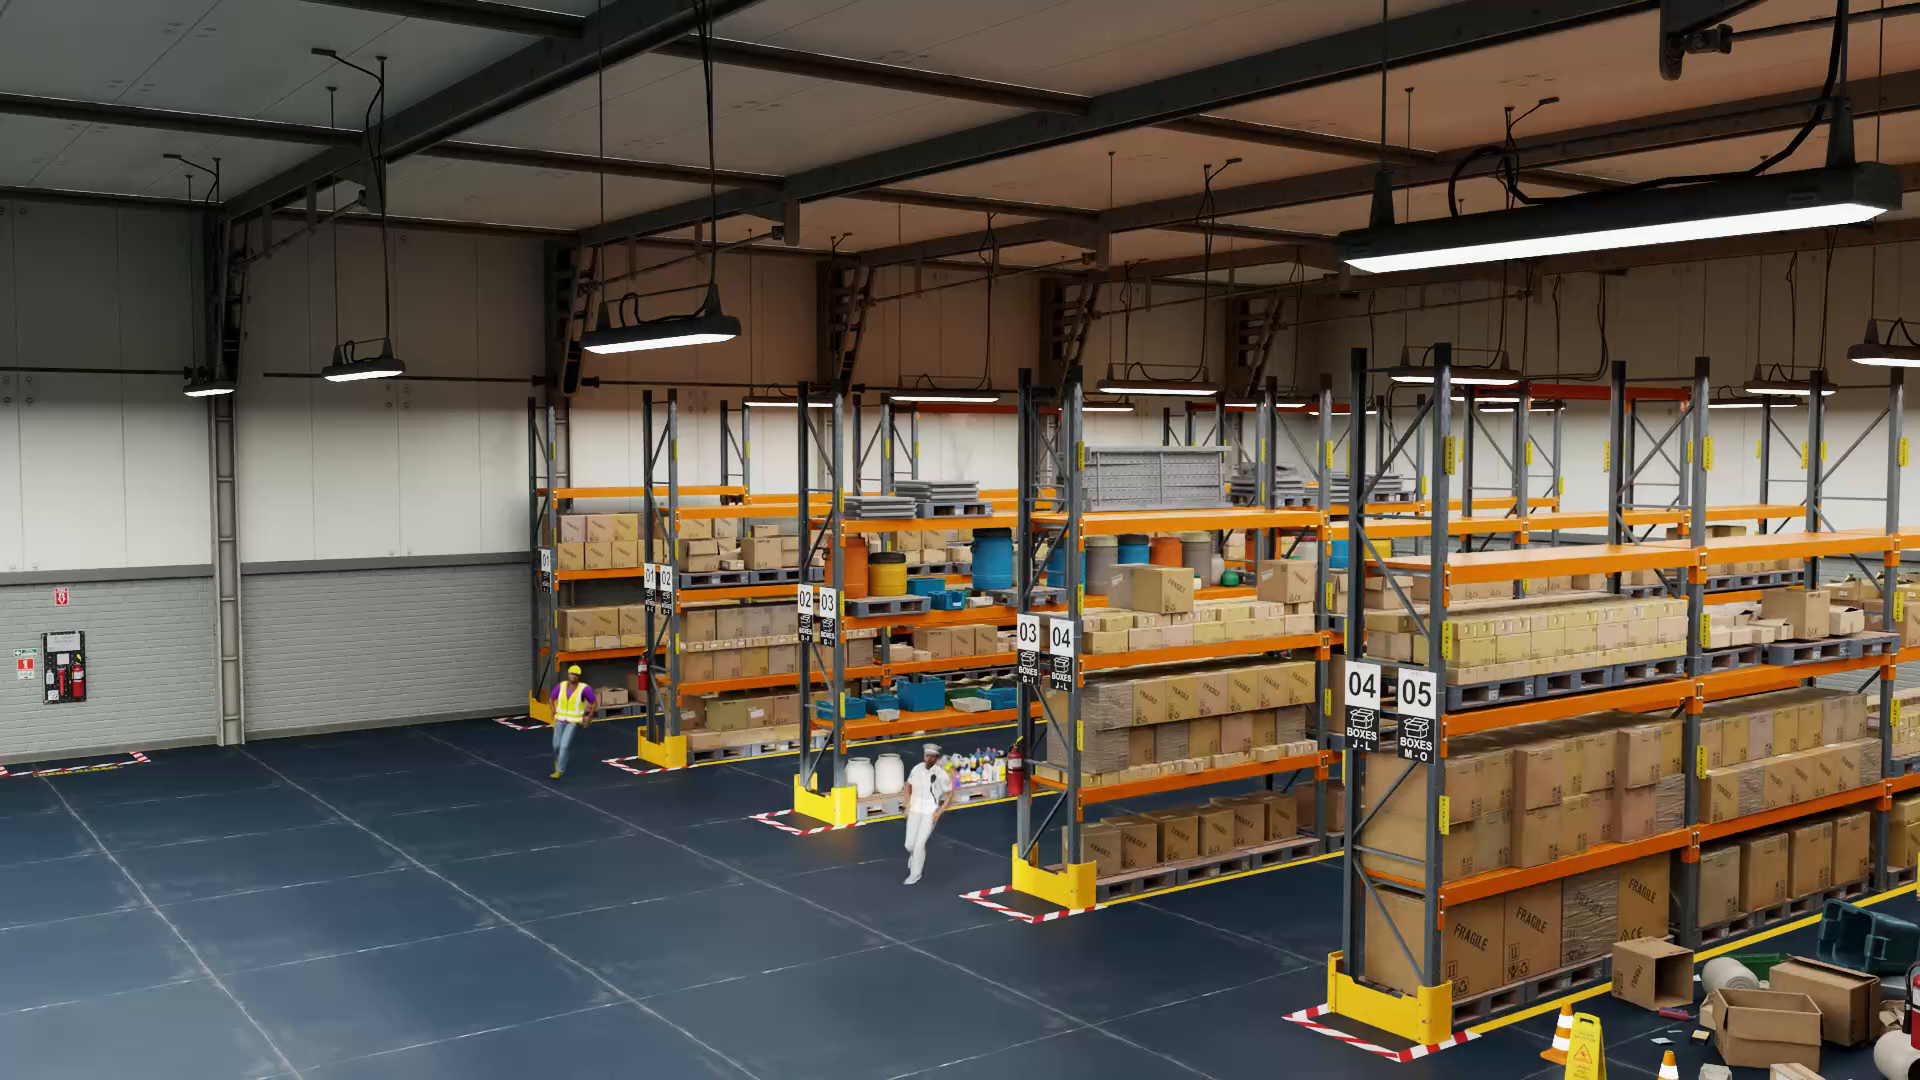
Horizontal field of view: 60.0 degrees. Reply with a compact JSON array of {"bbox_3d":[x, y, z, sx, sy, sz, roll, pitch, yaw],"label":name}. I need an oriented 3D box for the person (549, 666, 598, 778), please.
[{"bbox_3d":[-5.988,2.789,25.688,0.757,1.732,0.756,0,3,2],"label":"person"}]

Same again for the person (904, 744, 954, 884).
[{"bbox_3d":[-0.371,3.192,19.589,0.632,1.647,0.551,1,4,17],"label":"person"}]
